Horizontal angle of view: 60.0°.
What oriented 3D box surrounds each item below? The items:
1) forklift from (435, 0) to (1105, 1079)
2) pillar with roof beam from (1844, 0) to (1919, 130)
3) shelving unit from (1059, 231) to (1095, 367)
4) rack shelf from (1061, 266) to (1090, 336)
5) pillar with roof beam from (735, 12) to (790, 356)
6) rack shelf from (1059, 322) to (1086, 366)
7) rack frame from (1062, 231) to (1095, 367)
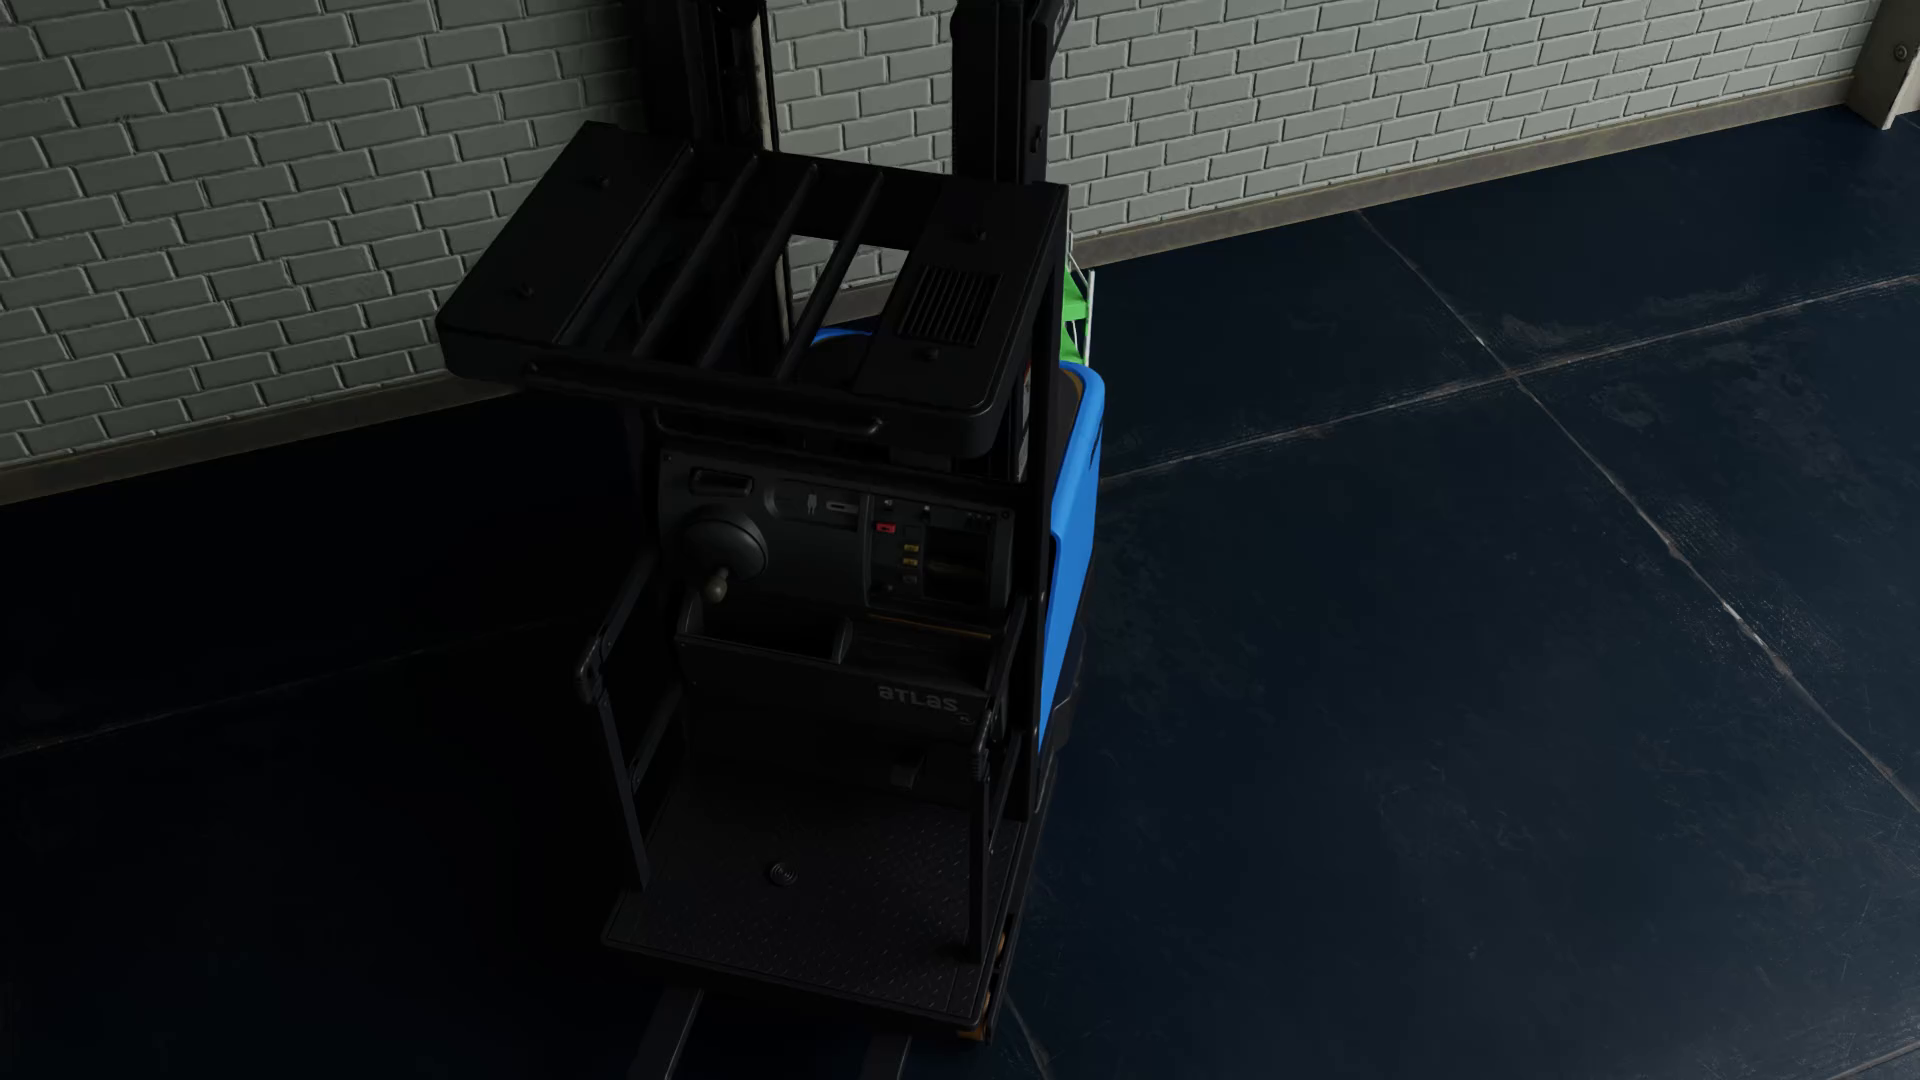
[{"bbox_3d":[-0.370,0.102,4.079,1.130,2.935,3.031,10,46,10],"label":"forklift"},{"bbox_3d":[6.188,-2.503,2.391,0.400,9.000,9.100,-14,47,-14],"label":"pillar with roof beam"},{"bbox_3d":[0.165,-0.483,5.884,0.503,1.200,0.258,-12,46,-12],"label":"shelving unit"},{"bbox_3d":[0.165,-0.777,5.589,0.480,0.148,0.258,-12,46,-12],"label":"rack shelf"},{"bbox_3d":[0.545,-1.060,0.953,0.400,9.000,9.100,-14,47,-14],"label":"pillar with roof beam"},{"bbox_3d":[0.165,-0.607,5.759,0.480,0.148,0.258,-12,46,-12],"label":"rack shelf"},{"bbox_3d":[0.399,-0.532,5.933,0.015,1.200,0.240,-12,46,-12],"label":"rack frame"}]
